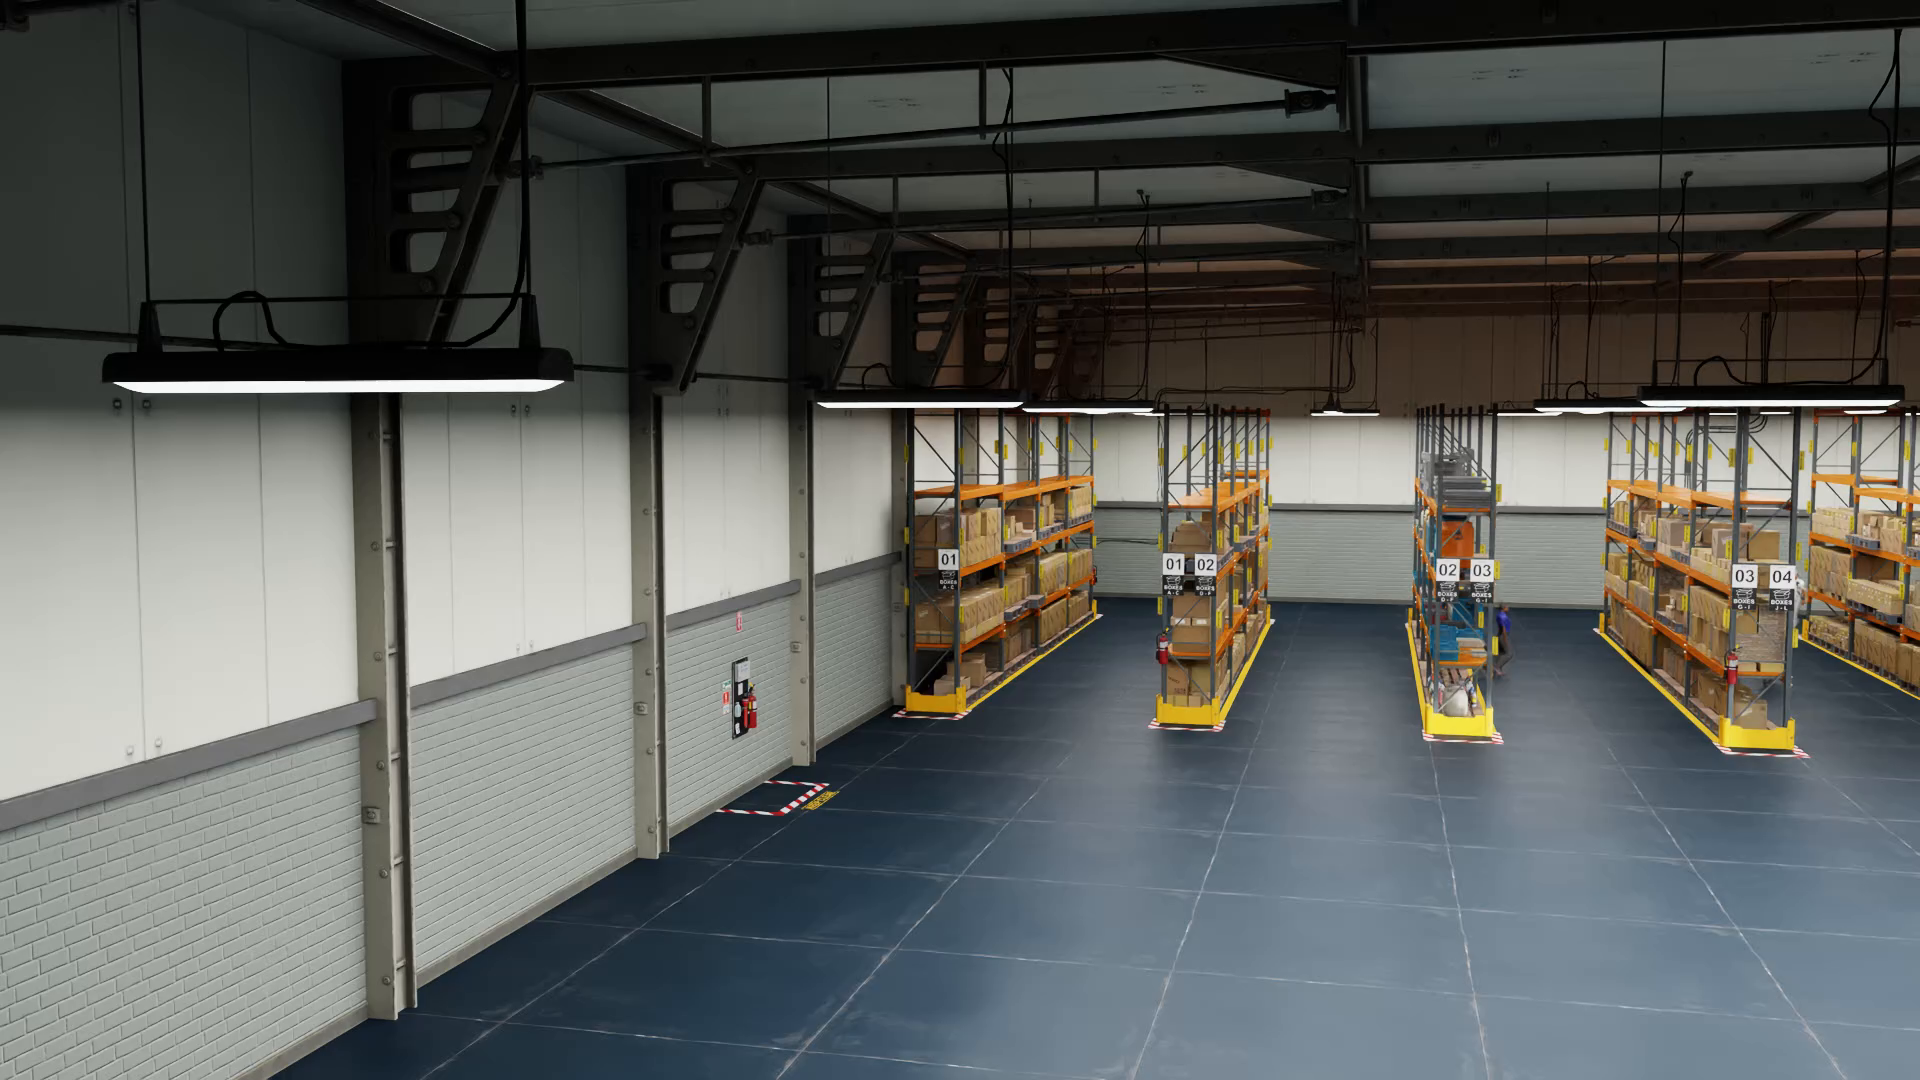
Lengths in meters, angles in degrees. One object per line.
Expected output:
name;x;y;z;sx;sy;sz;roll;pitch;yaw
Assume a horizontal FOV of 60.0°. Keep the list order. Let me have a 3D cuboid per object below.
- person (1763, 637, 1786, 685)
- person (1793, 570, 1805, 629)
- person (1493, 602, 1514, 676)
person;17.350;2.298;35.569;0.716;1.682;0.708;2;5;24
person;22.729;1.607;45.284;1.067;1.602;0.508;-4;6;-43
person;12.042;2.204;36.919;0.439;1.657;0.541;1;4;9
